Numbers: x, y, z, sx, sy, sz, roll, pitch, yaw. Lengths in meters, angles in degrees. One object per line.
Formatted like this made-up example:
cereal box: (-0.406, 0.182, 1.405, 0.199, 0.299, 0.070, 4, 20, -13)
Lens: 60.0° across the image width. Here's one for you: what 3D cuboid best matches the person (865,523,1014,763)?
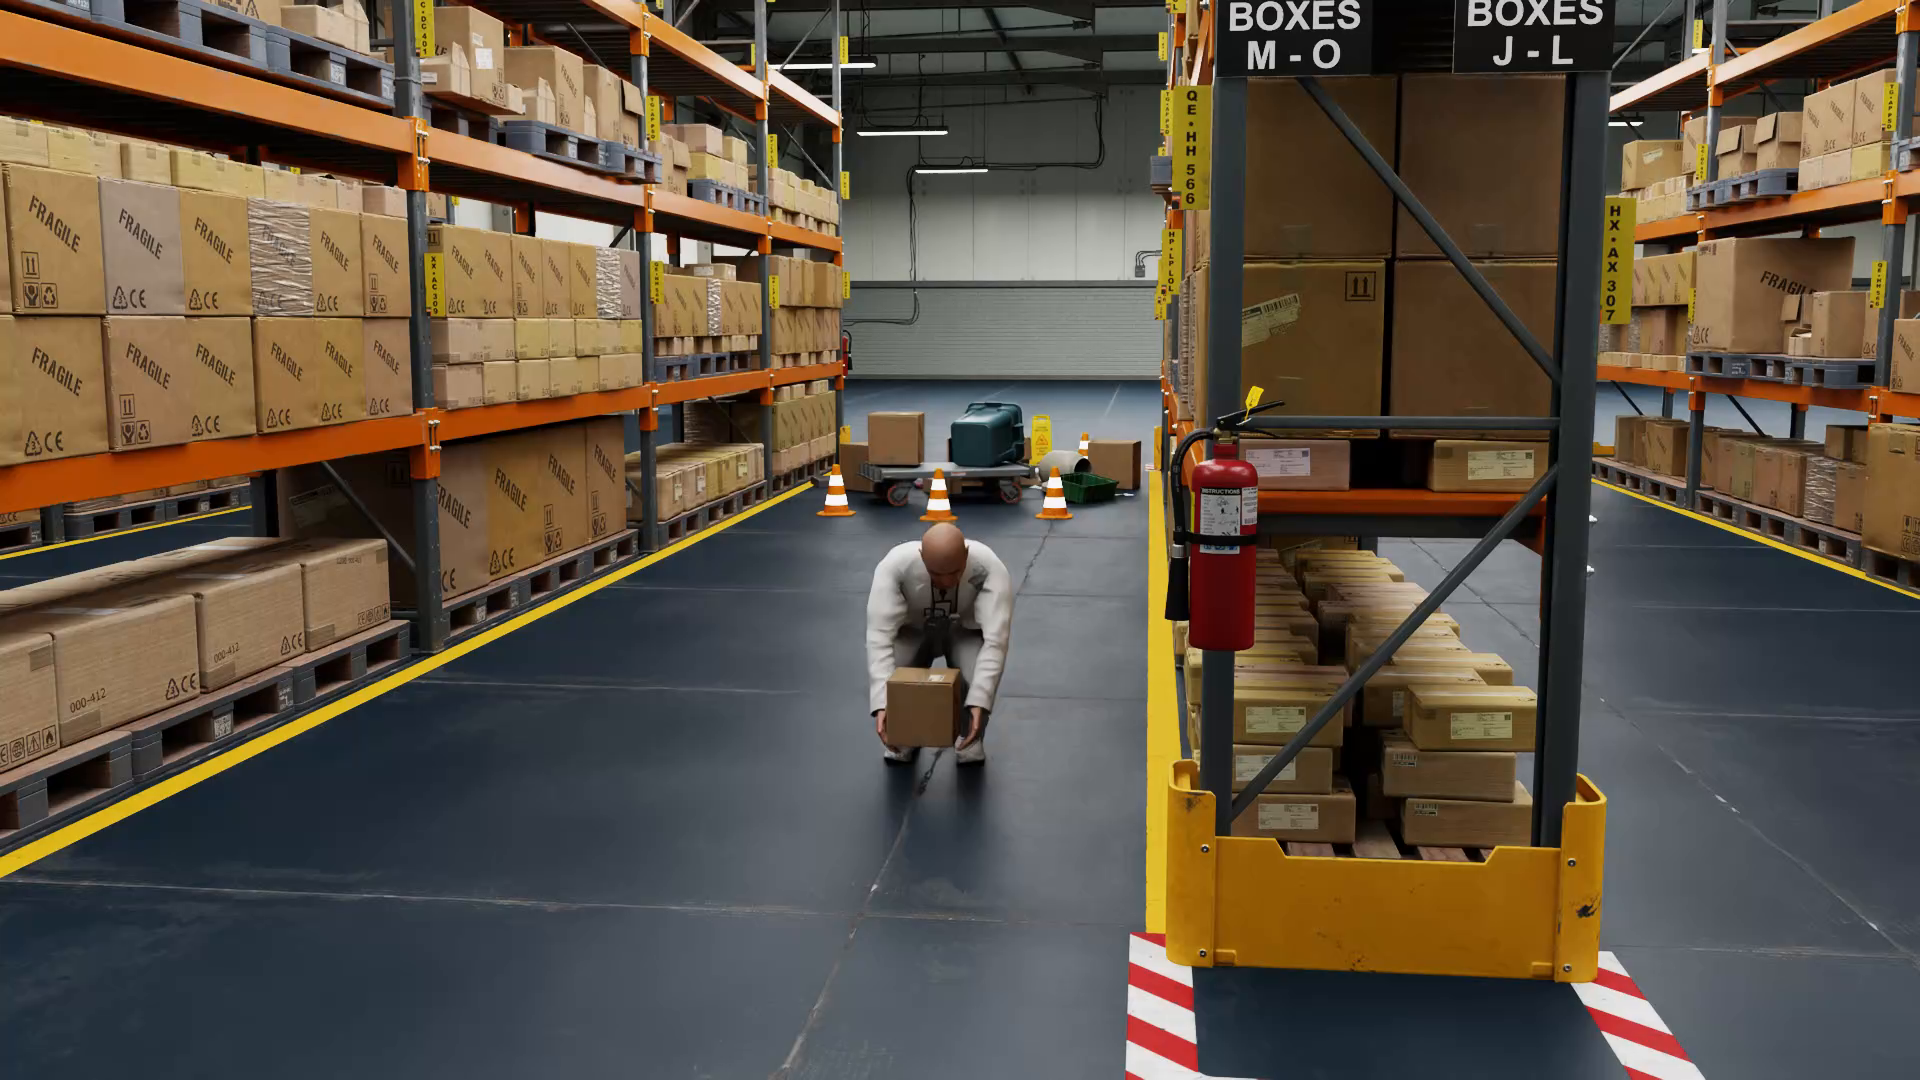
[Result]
person: (-0.086, 0.405, 6.681, 0.612, 1.020, 0.913, 1, 7, 5)
